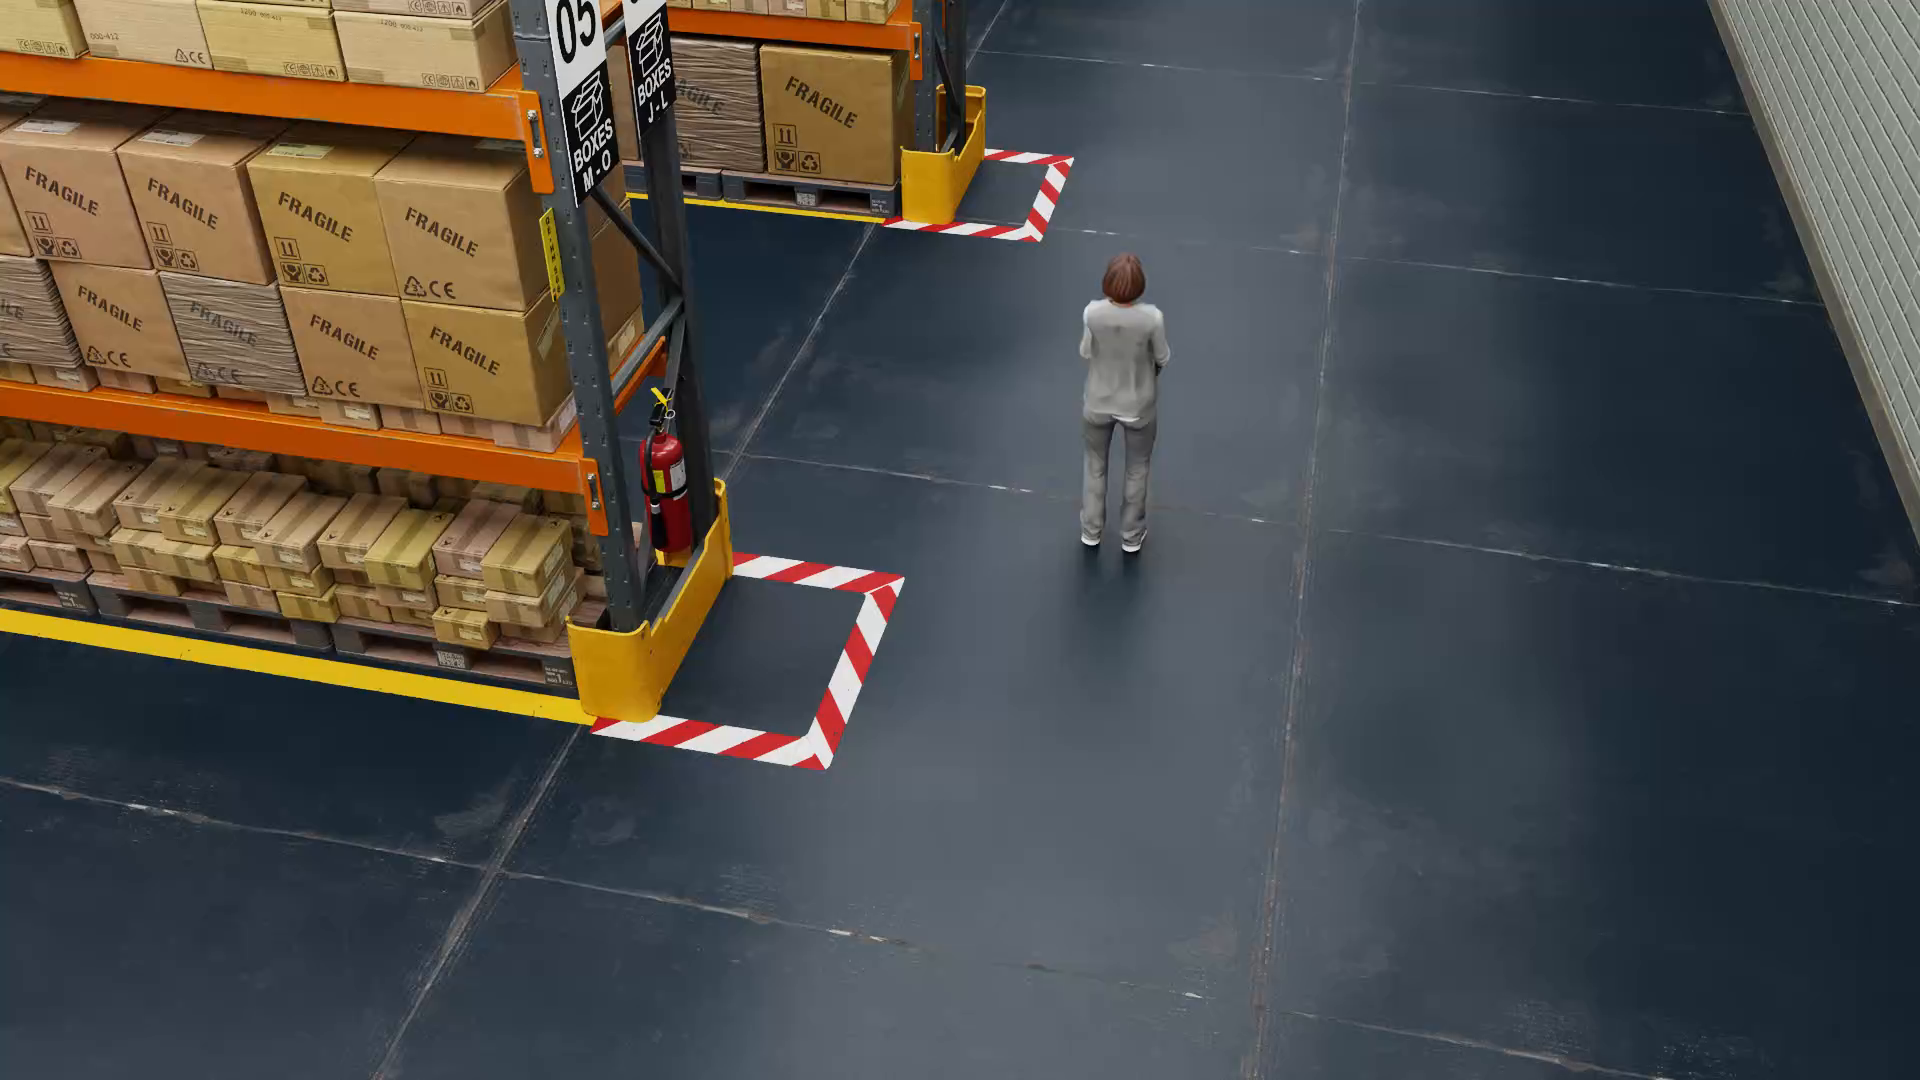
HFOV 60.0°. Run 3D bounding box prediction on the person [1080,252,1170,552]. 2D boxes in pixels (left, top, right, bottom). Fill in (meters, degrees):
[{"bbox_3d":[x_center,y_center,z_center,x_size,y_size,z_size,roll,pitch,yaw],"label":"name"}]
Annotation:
[{"bbox_3d":[0.769,-0.689,7.881,0.419,1.594,0.492,7,38,10],"label":"person"}]
